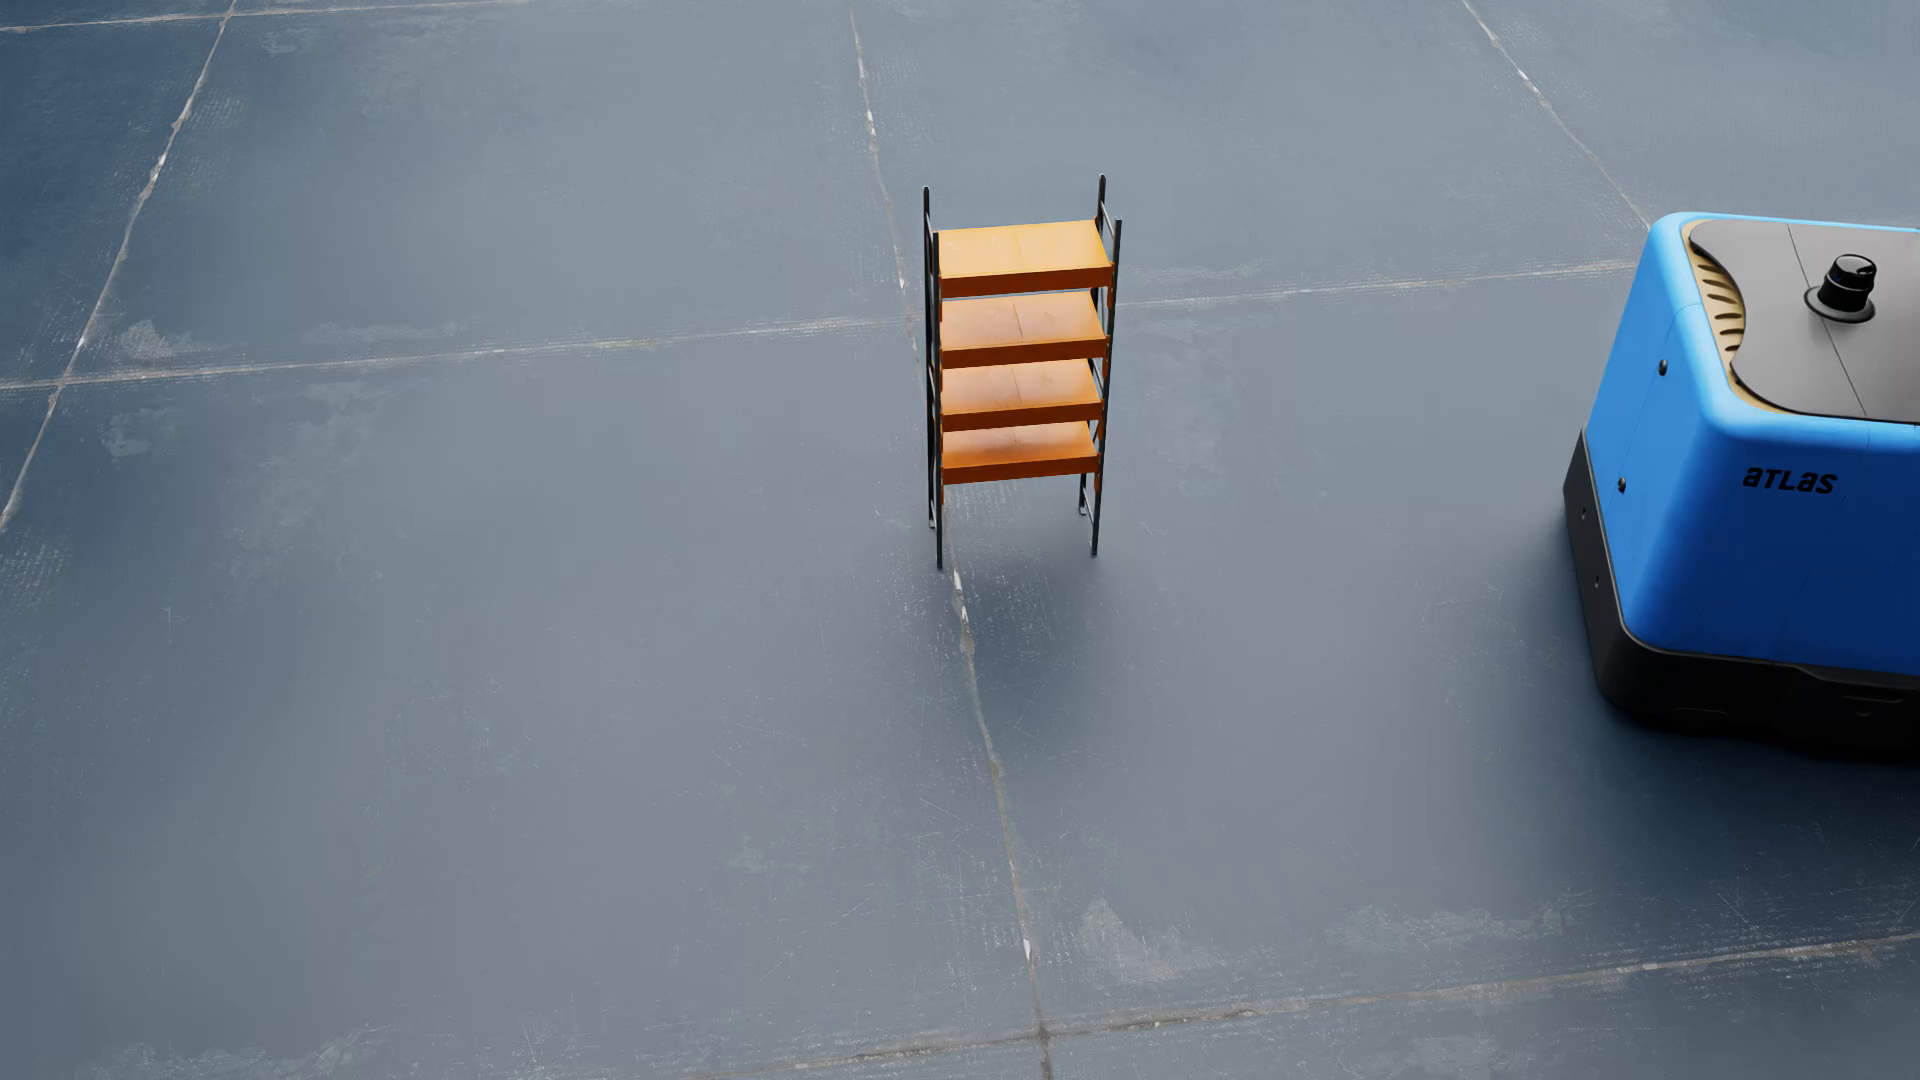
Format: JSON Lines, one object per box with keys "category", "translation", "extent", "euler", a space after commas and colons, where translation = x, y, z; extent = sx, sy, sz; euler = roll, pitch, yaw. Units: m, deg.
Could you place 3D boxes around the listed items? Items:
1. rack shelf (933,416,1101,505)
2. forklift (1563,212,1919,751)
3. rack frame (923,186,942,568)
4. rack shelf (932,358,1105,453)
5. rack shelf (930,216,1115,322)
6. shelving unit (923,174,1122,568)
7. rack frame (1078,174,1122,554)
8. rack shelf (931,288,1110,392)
{"category": "rack shelf", "translation": [0.164, -0.263, 5.042], "extent": [0.480, 0.148, 0.258], "euler": [-5, 42, -6]}
{"category": "forklift", "translation": [3.362, -0.761, 3.905], "extent": [3.031, 2.935, 1.130], "euler": [6, 42, 6]}
{"category": "rack frame", "translation": [-0.078, -0.439, 4.841], "extent": [0.015, 1.200, 0.240], "euler": [-5, 42, -6]}
{"category": "rack shelf", "translation": [0.164, -0.410, 4.909], "extent": [0.480, 0.148, 0.258], "euler": [-5, 42, -6]}
{"category": "rack shelf", "translation": [0.164, -0.752, 4.601], "extent": [0.480, 0.148, 0.258], "euler": [-5, 42, -6]}
{"category": "shelving unit", "translation": [0.164, -0.460, 4.864], "extent": [0.503, 1.200, 0.258], "euler": [-5, 42, -6]}
{"category": "rack frame", "translation": [0.406, -0.481, 4.888], "extent": [0.015, 1.200, 0.240], "euler": [-5, 42, -6]}
{"category": "rack shelf", "translation": [0.164, -0.576, 4.759], "extent": [0.480, 0.148, 0.258], "euler": [-5, 42, -6]}
